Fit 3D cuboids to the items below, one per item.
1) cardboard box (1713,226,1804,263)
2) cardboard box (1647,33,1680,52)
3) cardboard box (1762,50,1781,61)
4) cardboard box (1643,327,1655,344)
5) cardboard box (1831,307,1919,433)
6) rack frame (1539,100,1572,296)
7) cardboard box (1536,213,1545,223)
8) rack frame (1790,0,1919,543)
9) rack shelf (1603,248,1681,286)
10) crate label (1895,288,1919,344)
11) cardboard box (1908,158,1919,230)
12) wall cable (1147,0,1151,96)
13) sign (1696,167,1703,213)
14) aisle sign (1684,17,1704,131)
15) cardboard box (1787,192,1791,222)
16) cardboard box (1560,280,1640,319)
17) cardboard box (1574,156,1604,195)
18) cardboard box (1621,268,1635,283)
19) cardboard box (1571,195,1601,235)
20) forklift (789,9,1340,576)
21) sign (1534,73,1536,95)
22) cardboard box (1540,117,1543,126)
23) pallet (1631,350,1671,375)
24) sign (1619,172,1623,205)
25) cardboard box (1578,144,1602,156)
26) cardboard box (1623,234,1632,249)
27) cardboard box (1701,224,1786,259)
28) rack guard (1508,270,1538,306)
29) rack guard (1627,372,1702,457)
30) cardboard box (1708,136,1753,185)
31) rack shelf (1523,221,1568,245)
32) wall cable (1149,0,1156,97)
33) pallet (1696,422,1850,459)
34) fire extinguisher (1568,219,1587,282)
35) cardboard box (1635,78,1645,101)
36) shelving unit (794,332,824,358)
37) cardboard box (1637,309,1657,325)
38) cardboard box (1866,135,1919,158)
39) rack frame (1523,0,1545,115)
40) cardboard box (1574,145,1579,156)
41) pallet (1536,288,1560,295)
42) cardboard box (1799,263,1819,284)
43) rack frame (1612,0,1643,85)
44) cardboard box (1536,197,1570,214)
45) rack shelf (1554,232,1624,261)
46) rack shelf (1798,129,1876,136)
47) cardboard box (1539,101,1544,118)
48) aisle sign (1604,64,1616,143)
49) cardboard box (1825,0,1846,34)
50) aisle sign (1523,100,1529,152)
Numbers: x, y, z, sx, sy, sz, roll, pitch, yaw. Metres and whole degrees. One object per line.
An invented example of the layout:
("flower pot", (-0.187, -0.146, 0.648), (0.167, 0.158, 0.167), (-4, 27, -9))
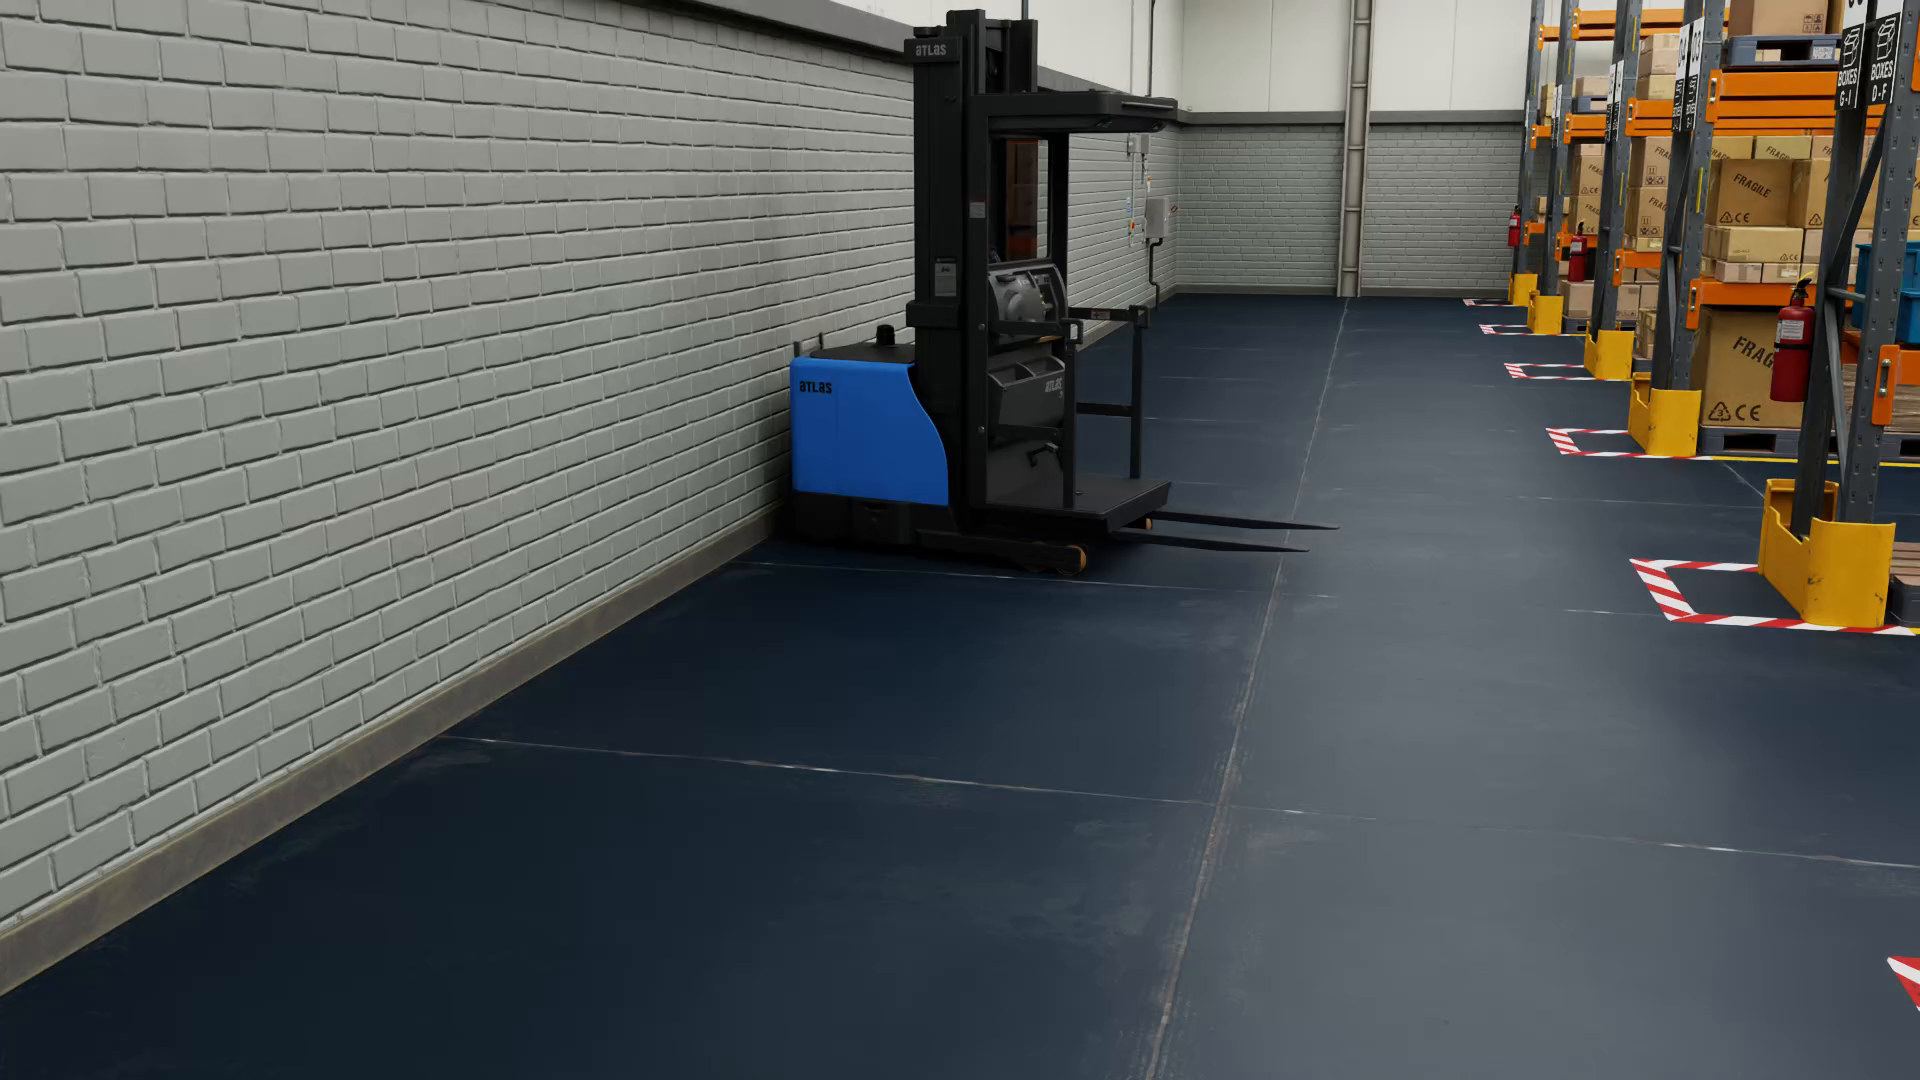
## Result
("cardboard box", (5.952, -2.208, 12.419), (0.500, 0.250, 0.500), (3, 13, 12))
("cardboard box", (7.098, -5.020, 16.783), (0.250, 0.149, 0.380), (3, 13, 13))
("cardboard box", (8.196, -4.757, 16.518), (0.500, 0.250, 0.500), (3, 13, 14))
("cardboard box", (7.285, -2.132, 17.345), (0.250, 0.149, 0.380), (4, 13, 16))
("cardboard box", (7.075, -1.321, 12.701), (0.875, 0.875, 0.875), (3, 13, 14))
("rack frame", (7.925, -4.301, 22.196), (0.127, 3.000, 1.000), (3, 13, 14))
("cardboard box", (9.365, -5.148, 26.591), (0.250, 0.149, 0.380), (3, 13, 13))
("rack frame", (4.364, -1.176, 8.108), (0.127, 3.000, 1.000), (3, 13, 14))
("rack shelf", (8.779, -2.800, 17.090), (4.000, 0.370, 1.077), (3, 13, 14))
("crate label", (4.525, -1.041, 7.750), (0.303, 0.233, 0.416), (3, 13, 14))
("cardboard box", (6.942, -2.522, 12.105), (0.500, 0.500, 0.500), (3, 13, 12))
("wall cable", (2.518, -7.624, 23.322), (0.029, 3.000, 2.355), (3, 13, 14))
("sign", (5.412, -2.562, 12.176), (0.005, 0.325, 0.100), (3, 13, 14))
("aisle sign", (5.409, -3.427, 12.254), (0.004, 0.787, 0.394), (3, 13, 14))
("cardboard box", (8.206, -3.317, 16.843), (0.500, 0.500, 0.500), (3, 13, 14))
("cardboard box", (8.590, -3.242, 22.368), (0.875, 0.438, 0.875), (3, 13, 12))
("cardboard box", (8.323, -4.753, 21.694), (0.500, 0.500, 0.500), (3, 13, 12))
("cardboard box", (10.503, -4.226, 26.657), (0.500, 0.500, 0.700), (4, 13, 16))
("cardboard box", (8.323, -4.265, 21.800), (0.500, 0.500, 0.500), (3, 13, 13))
("forklift", (0.563, -1.370, 9.140), (3.031, 2.935, 1.130), (6, 14, 26))
("sign", (8.981, -7.122, 25.967), (0.005, 0.325, 0.100), (3, 13, 14))
("cardboard box", (9.477, -6.719, 26.748), (0.250, 0.149, 0.380), (3, 13, 15))
("pallet", (7.692, -1.840, 17.541), (1.213, 0.211, 1.003), (3, 13, 14))
("sign", (6.708, -3.564, 16.872), (0.005, 0.325, 0.100), (3, 13, 14))
("cardboard box", (8.204, -5.078, 21.661), (0.250, 0.149, 0.380), (3, 13, 15))
("cardboard box", (7.222, -3.175, 17.699), (0.250, 0.149, 0.380), (3, 13, 14))
("cardboard box", (6.085, -2.320, 12.925), (0.500, 0.250, 0.500), (3, 13, 13))
("rack guard", (9.185, -4.121, 27.154), (0.348, 0.500, 1.175), (3, 13, 14))
("rack guard", (5.528, -0.998, 13.079), (0.348, 0.500, 1.175), (3, 13, 14))
("cardboard box", (7.701, -3.833, 16.860), (0.500, 0.500, 0.500), (3, 13, 15))
("rack shelf", (11.053, -4.890, 26.511), (4.000, 0.370, 1.077), (3, 13, 14))
("wall cable", (3.222, -8.226, 25.949), (0.133, 3.039, 2.988), (3, 13, 14))
("pallet", (6.346, -0.831, 12.992), (1.213, 0.211, 1.003), (3, 13, 14))
("fire extinguisher", (6.704, -3.145, 18.025), (0.183, 0.674, 0.296), (3, 13, 14))
("cardboard box", (7.343, -4.678, 17.316), (0.500, 0.250, 0.500), (3, 13, 12))
("shelving unit", (-0.413, -0.725, 10.391), (1.048, 1.125, 0.538), (-1, 13, 13))
("cardboard box", (7.412, -2.385, 17.795), (0.250, 0.149, 0.380), (3, 13, 14))
("cardboard box", (9.203, -3.752, 16.496), (0.500, 0.500, 0.500), (3, 13, 15))
("rack frame", (9.111, -8.274, 26.251), (0.127, 3.000, 1.000), (3, 13, 14))
("cardboard box", (8.322, -5.178, 22.112), (0.250, 0.149, 0.380), (3, 13, 14))
("pallet", (9.959, -3.939, 27.000), (1.213, 0.211, 1.003), (3, 13, 14))
("cardboard box", (6.315, -1.981, 12.316), (0.250, 0.149, 0.380), (3, 13, 12))
("rack frame", (6.838, -6.184, 16.830), (0.127, 3.000, 1.000), (3, 13, 14))
("cardboard box", (9.487, -5.337, 26.524), (0.500, 0.250, 0.500), (3, 13, 14))
("rack shelf", (9.867, -3.846, 21.806), (4.000, 0.370, 1.077), (3, 13, 14))
("rack shelf", (14.936, -6.147, 25.251), (4.000, 0.370, 1.077), (3, 13, 14))
("cardboard box", (9.608, -6.916, 26.714), (0.500, 0.250, 0.500), (3, 13, 13))
("aisle sign", (6.839, -4.591, 17.500), (0.004, 0.787, 0.394), (3, 13, 14))
("cardboard box", (6.586, -3.914, 12.094), (0.500, 0.500, 0.700), (3, 13, 11))
("aisle sign", (8.975, -6.556, 26.357), (0.004, 0.787, 0.394), (3, 13, 14))
